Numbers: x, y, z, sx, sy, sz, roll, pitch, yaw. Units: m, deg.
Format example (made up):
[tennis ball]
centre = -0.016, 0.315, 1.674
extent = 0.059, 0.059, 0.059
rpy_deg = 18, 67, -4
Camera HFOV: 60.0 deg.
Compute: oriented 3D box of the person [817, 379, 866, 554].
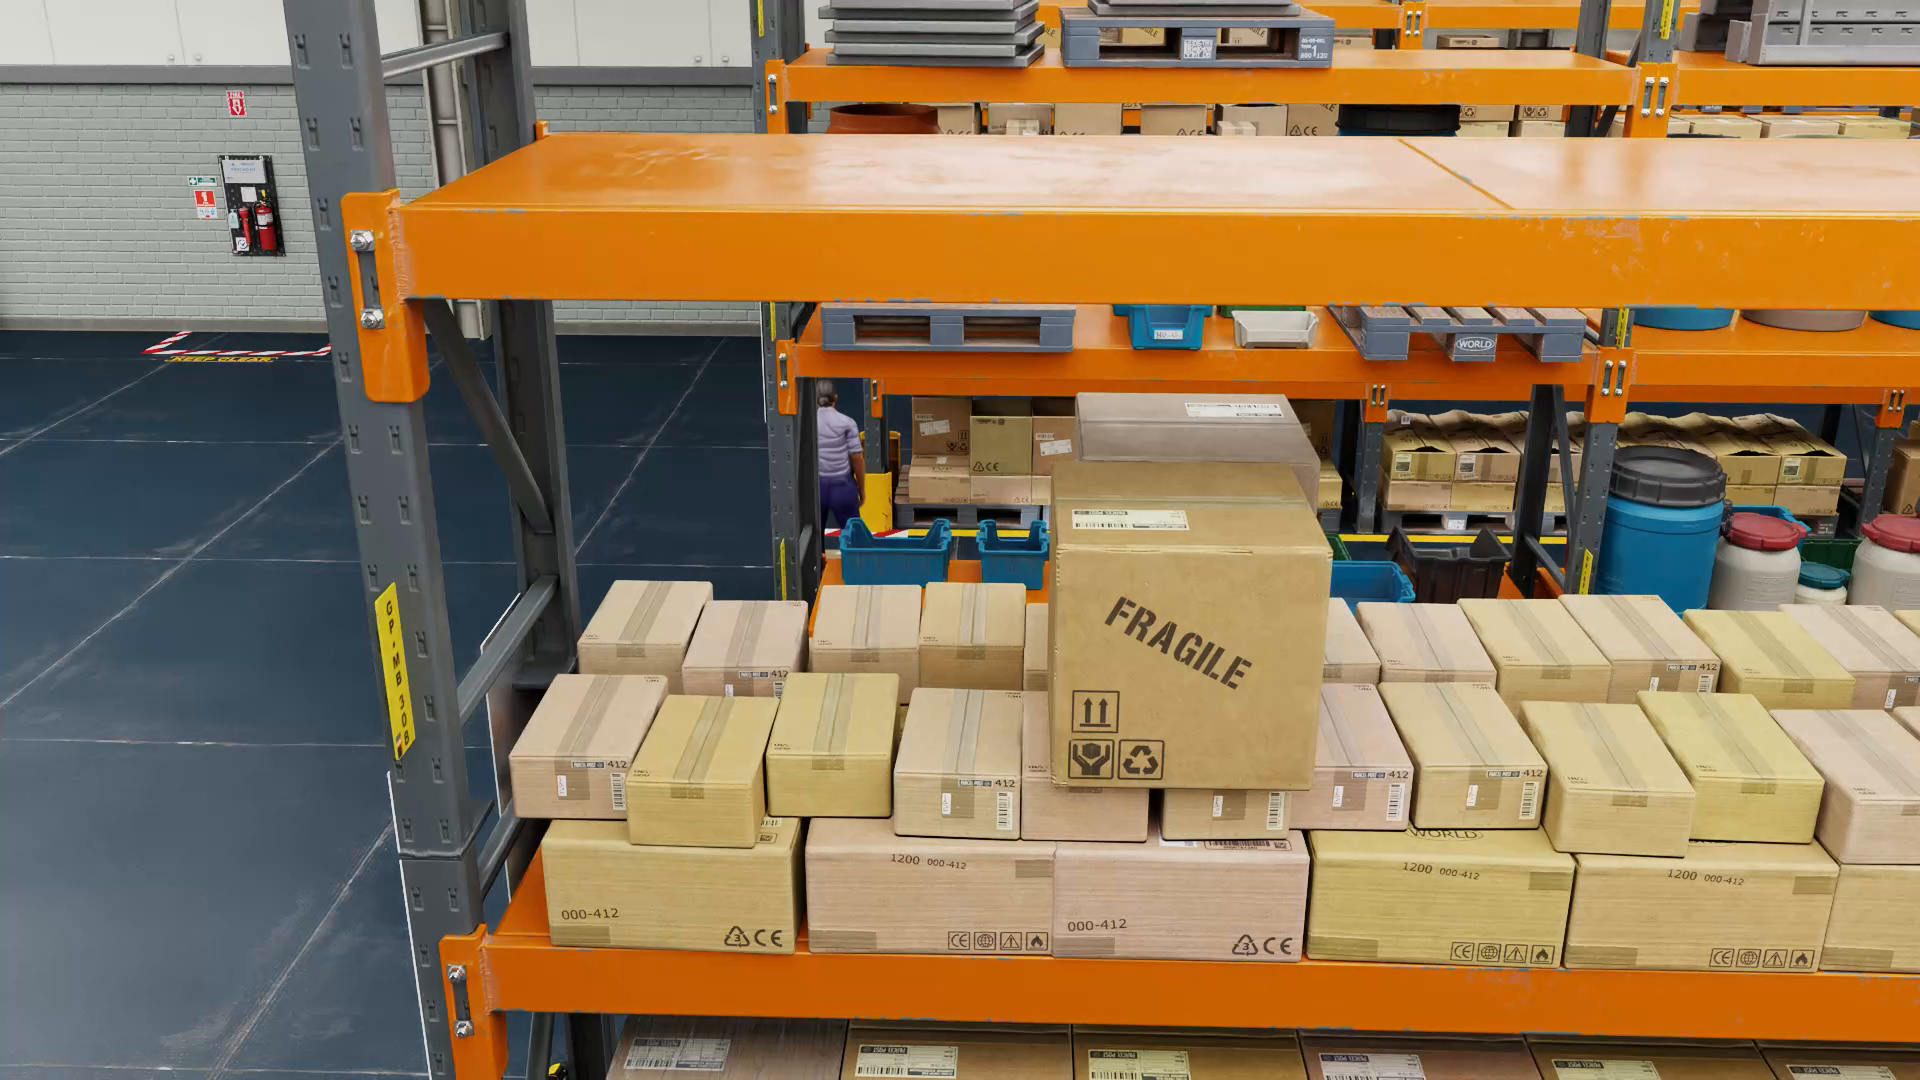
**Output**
[person]
centre = -0.927, -0.336, 11.978
extent = 0.549, 1.646, 0.376
rpy_deg = 0, 21, -1
